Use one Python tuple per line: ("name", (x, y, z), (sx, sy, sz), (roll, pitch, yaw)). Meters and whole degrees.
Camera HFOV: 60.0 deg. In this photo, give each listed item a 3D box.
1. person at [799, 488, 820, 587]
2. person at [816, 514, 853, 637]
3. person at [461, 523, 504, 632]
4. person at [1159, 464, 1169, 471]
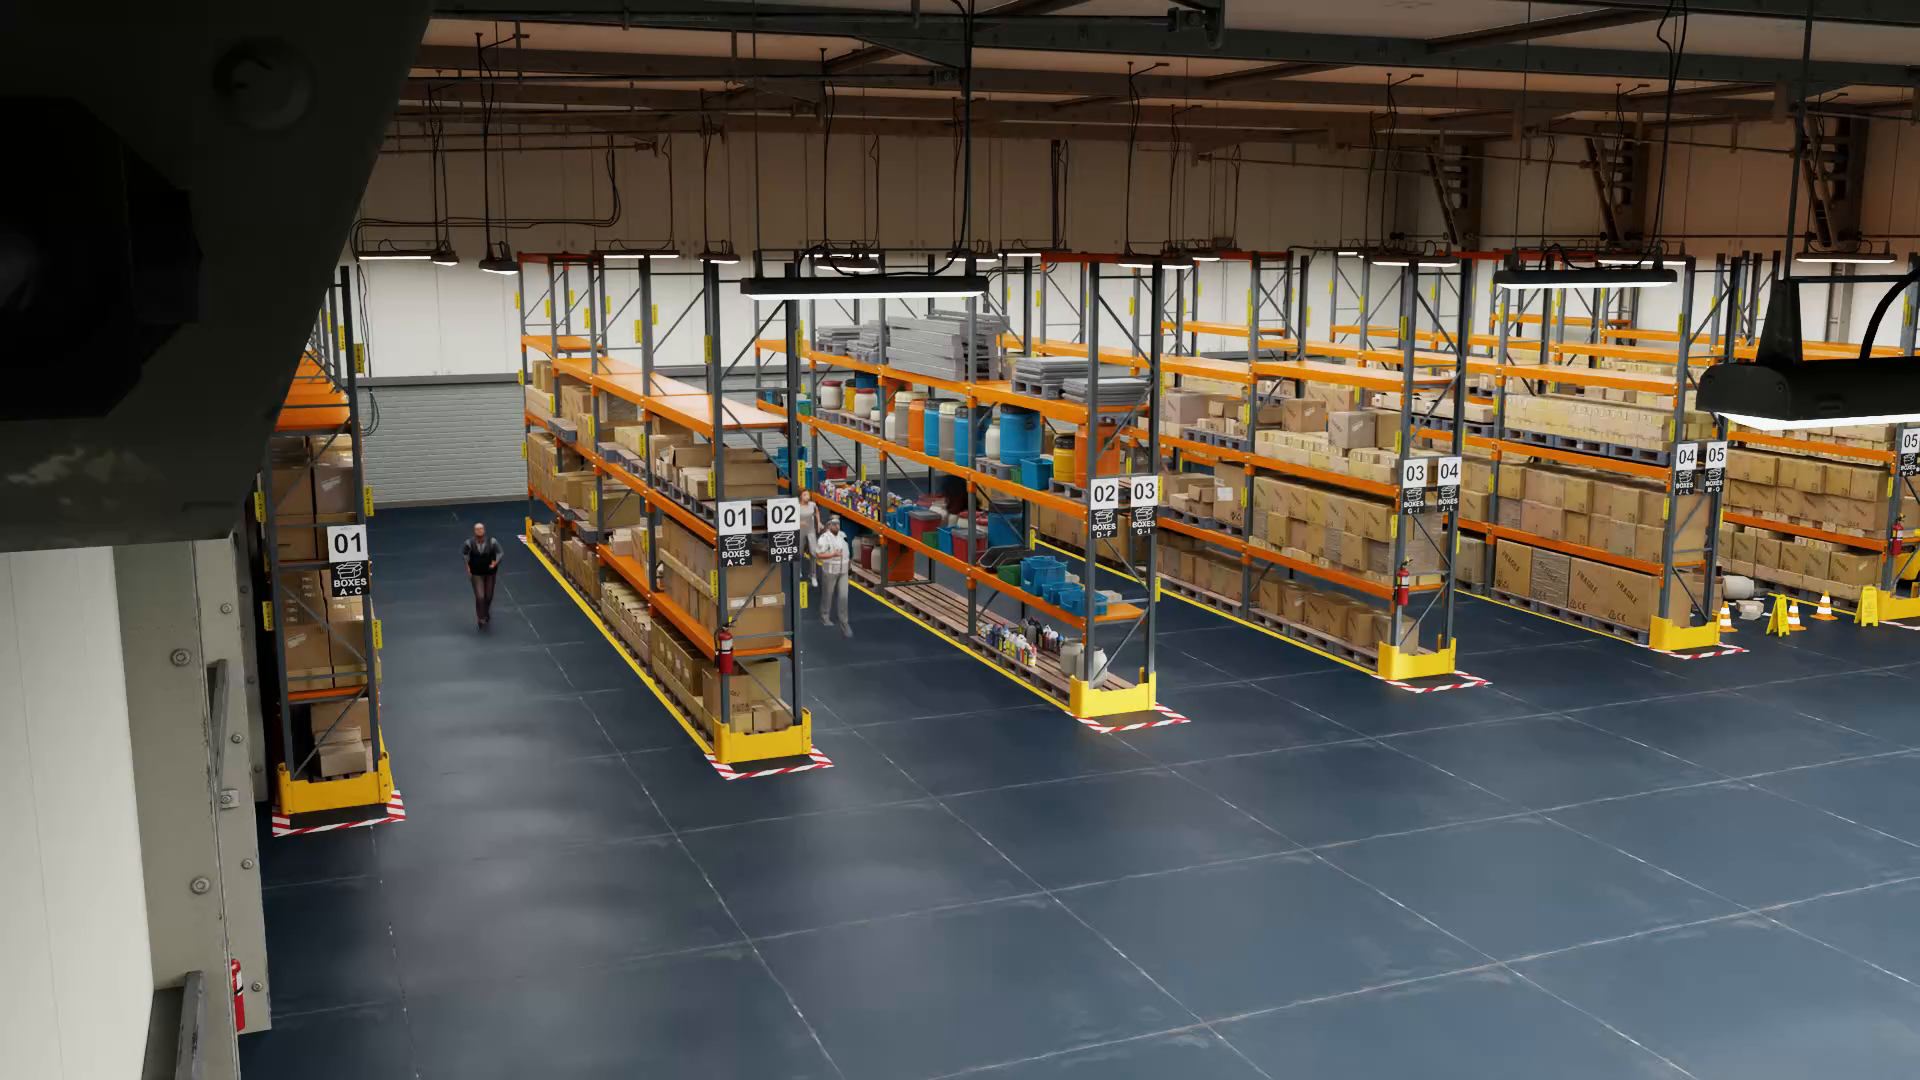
("person", (-2.741, -0.067, 29.558), (0.584, 1.738, 0.742), (-4, 11, -21))
("person", (-1.918, 0.539, 25.684), (0.640, 1.890, 0.729), (-6, 12, -31))
("person", (-7.776, 0.583, 27.140), (0.675, 1.774, 0.774), (-4, 11, -20))
("person", (4.233, -0.795, 34.900), (0.502, 1.643, 0.801), (-6, 12, -29))
